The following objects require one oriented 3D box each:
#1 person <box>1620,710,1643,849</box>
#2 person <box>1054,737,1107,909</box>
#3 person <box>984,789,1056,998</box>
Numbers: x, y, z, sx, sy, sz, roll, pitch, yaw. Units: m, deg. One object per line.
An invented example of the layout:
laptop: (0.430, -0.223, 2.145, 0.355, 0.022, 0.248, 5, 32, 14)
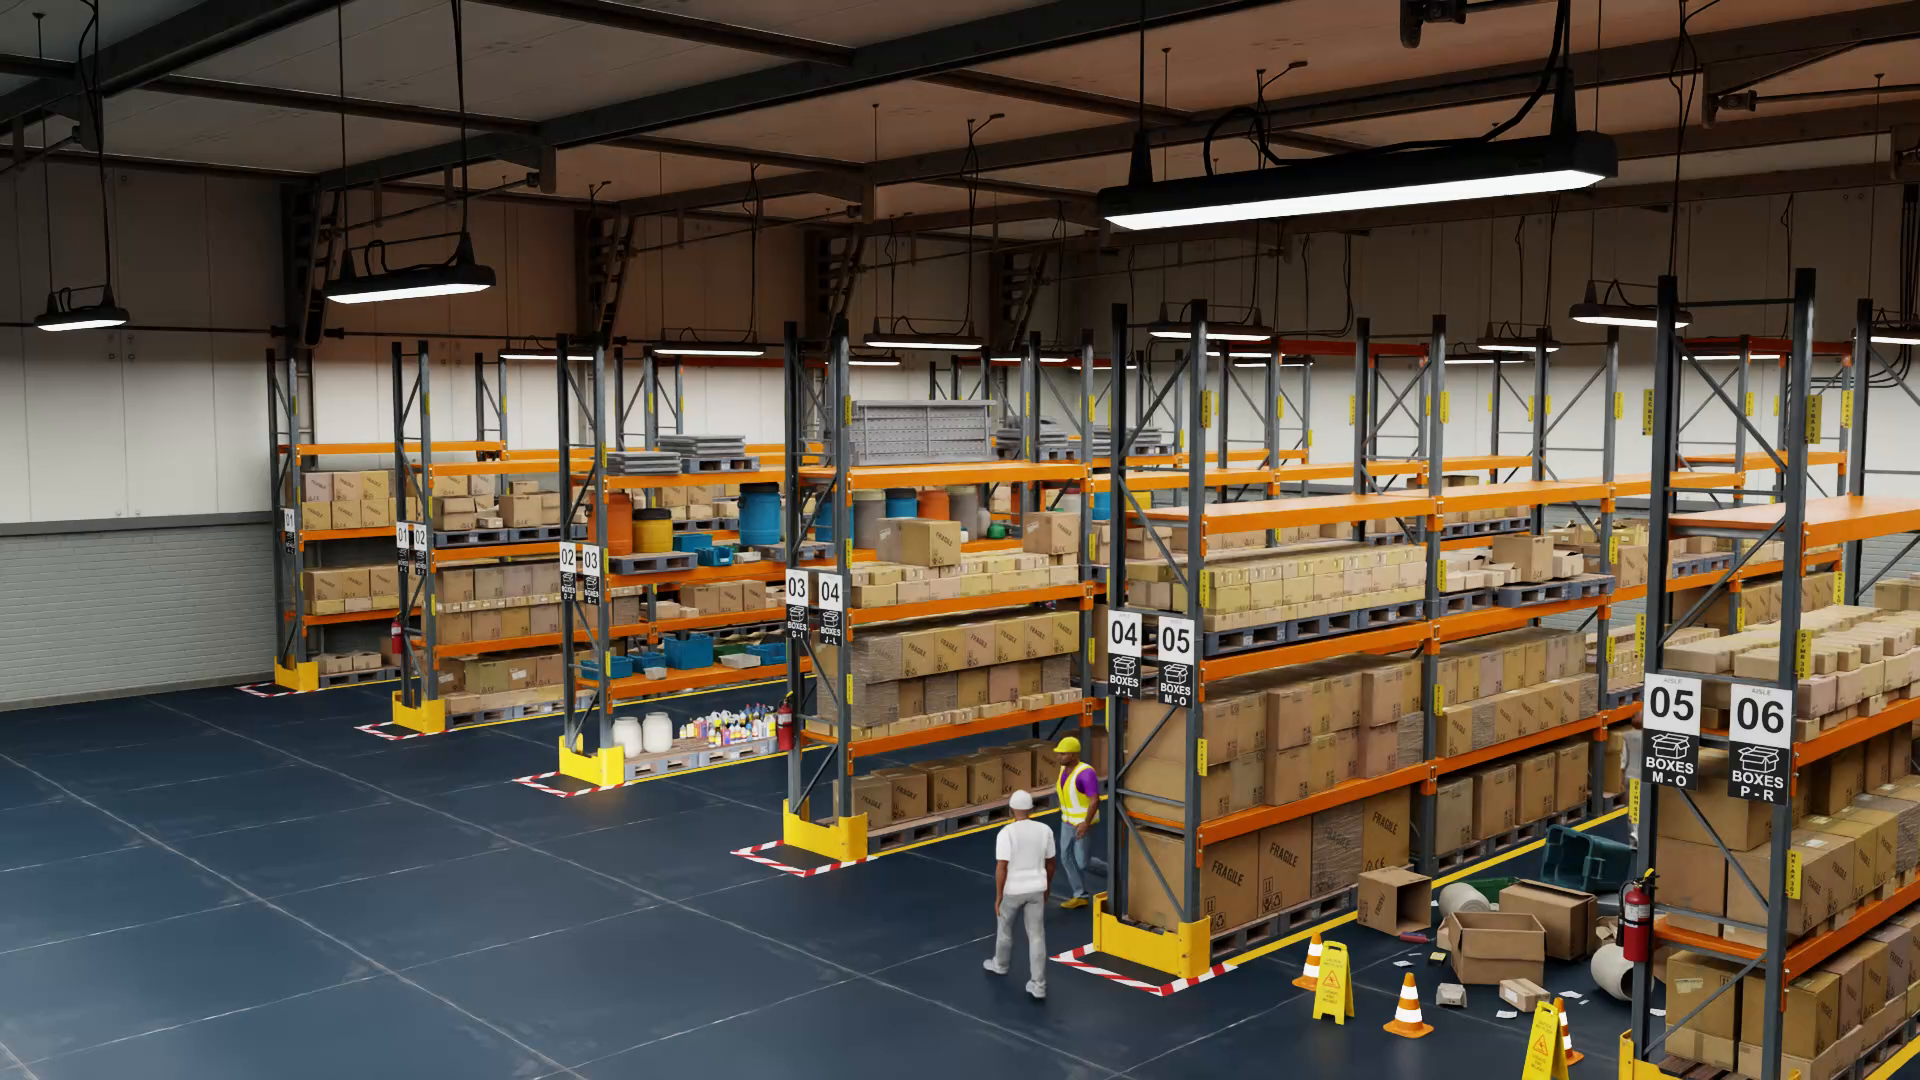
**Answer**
person: (7.692, 2.736, 18.893, 0.441, 1.597, 0.440, -5, 7, -43)
person: (1.285, 2.845, 16.881, 0.717, 1.732, 0.630, -3, 6, -30)
person: (0.537, 3.027, 14.537, 0.613, 1.700, 0.980, -1, 5, -17)
